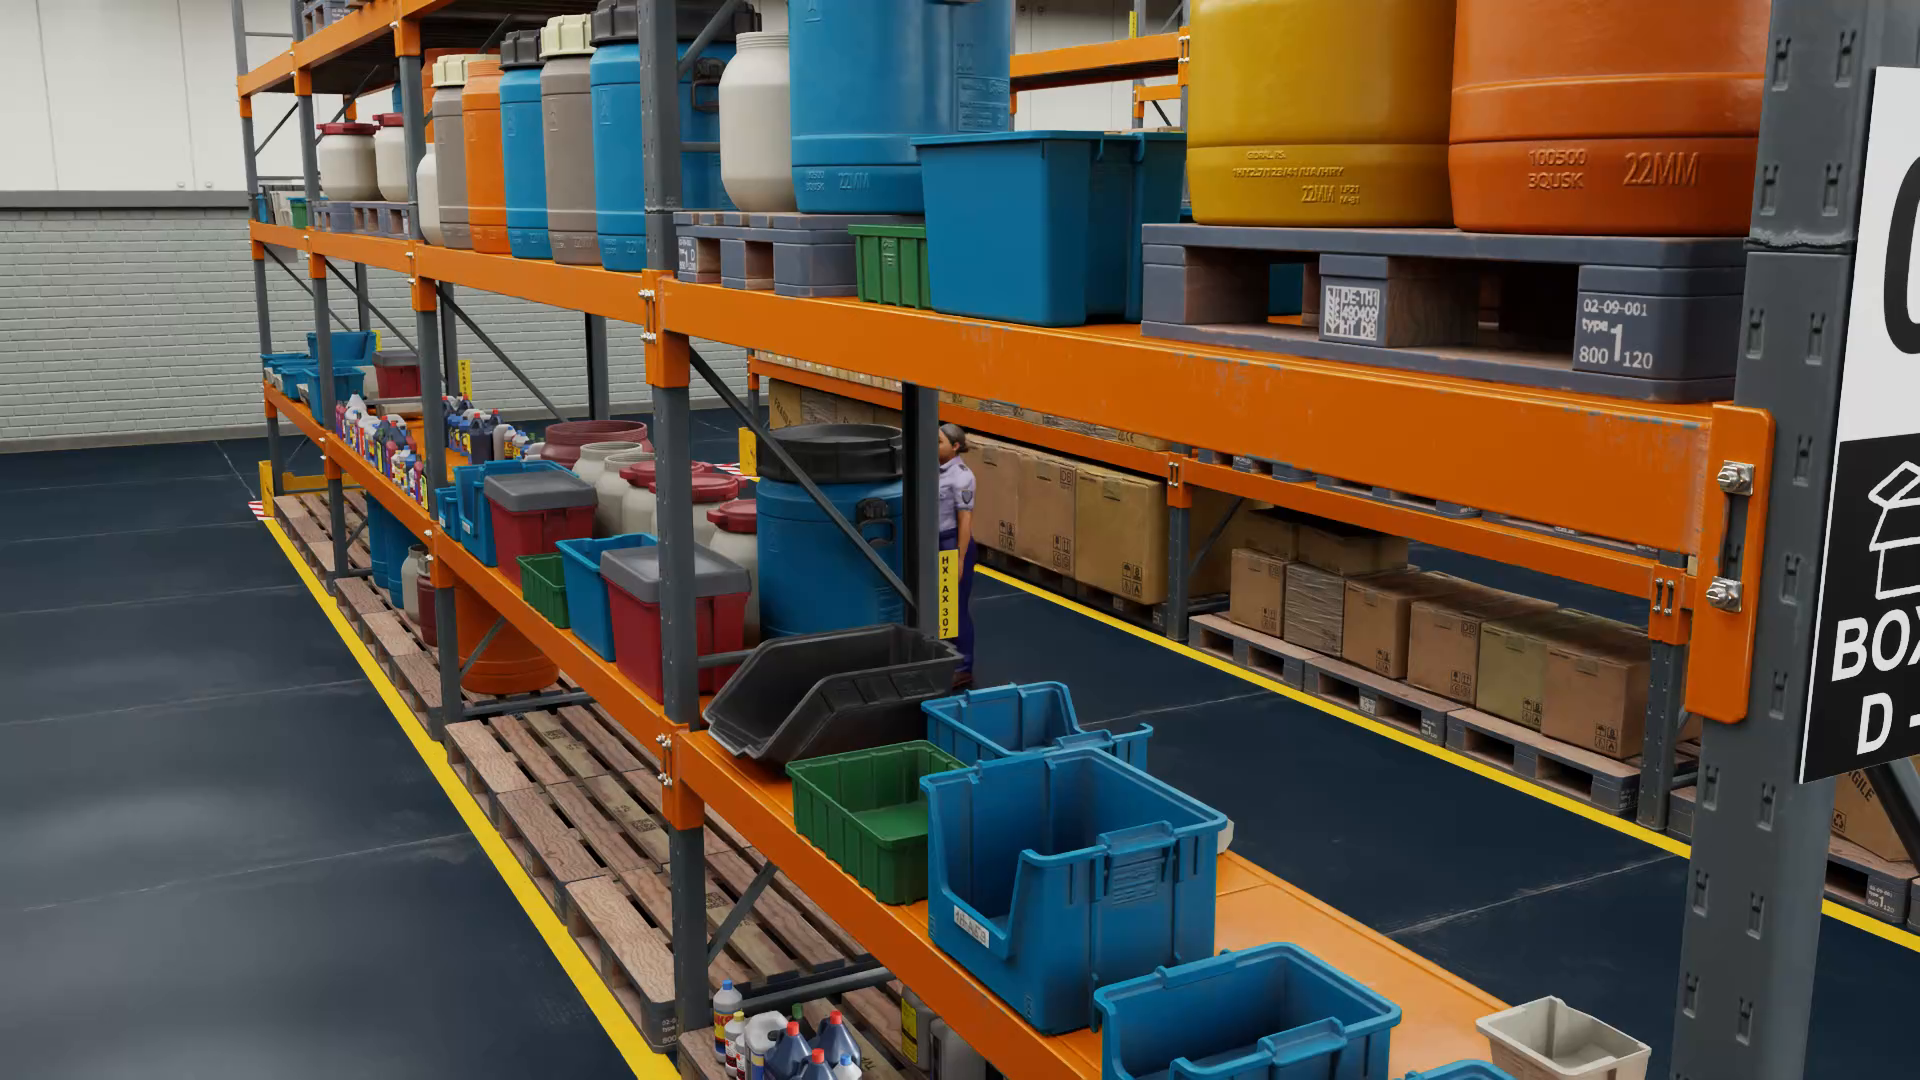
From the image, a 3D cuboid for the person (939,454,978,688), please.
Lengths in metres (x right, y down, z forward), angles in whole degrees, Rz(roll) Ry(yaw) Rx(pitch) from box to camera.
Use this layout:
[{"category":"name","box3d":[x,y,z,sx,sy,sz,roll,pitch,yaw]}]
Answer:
[{"category":"person","box3d":[-0.097,0.184,10.502,0.359,1.450,0.470,-6,13,-27]}]
